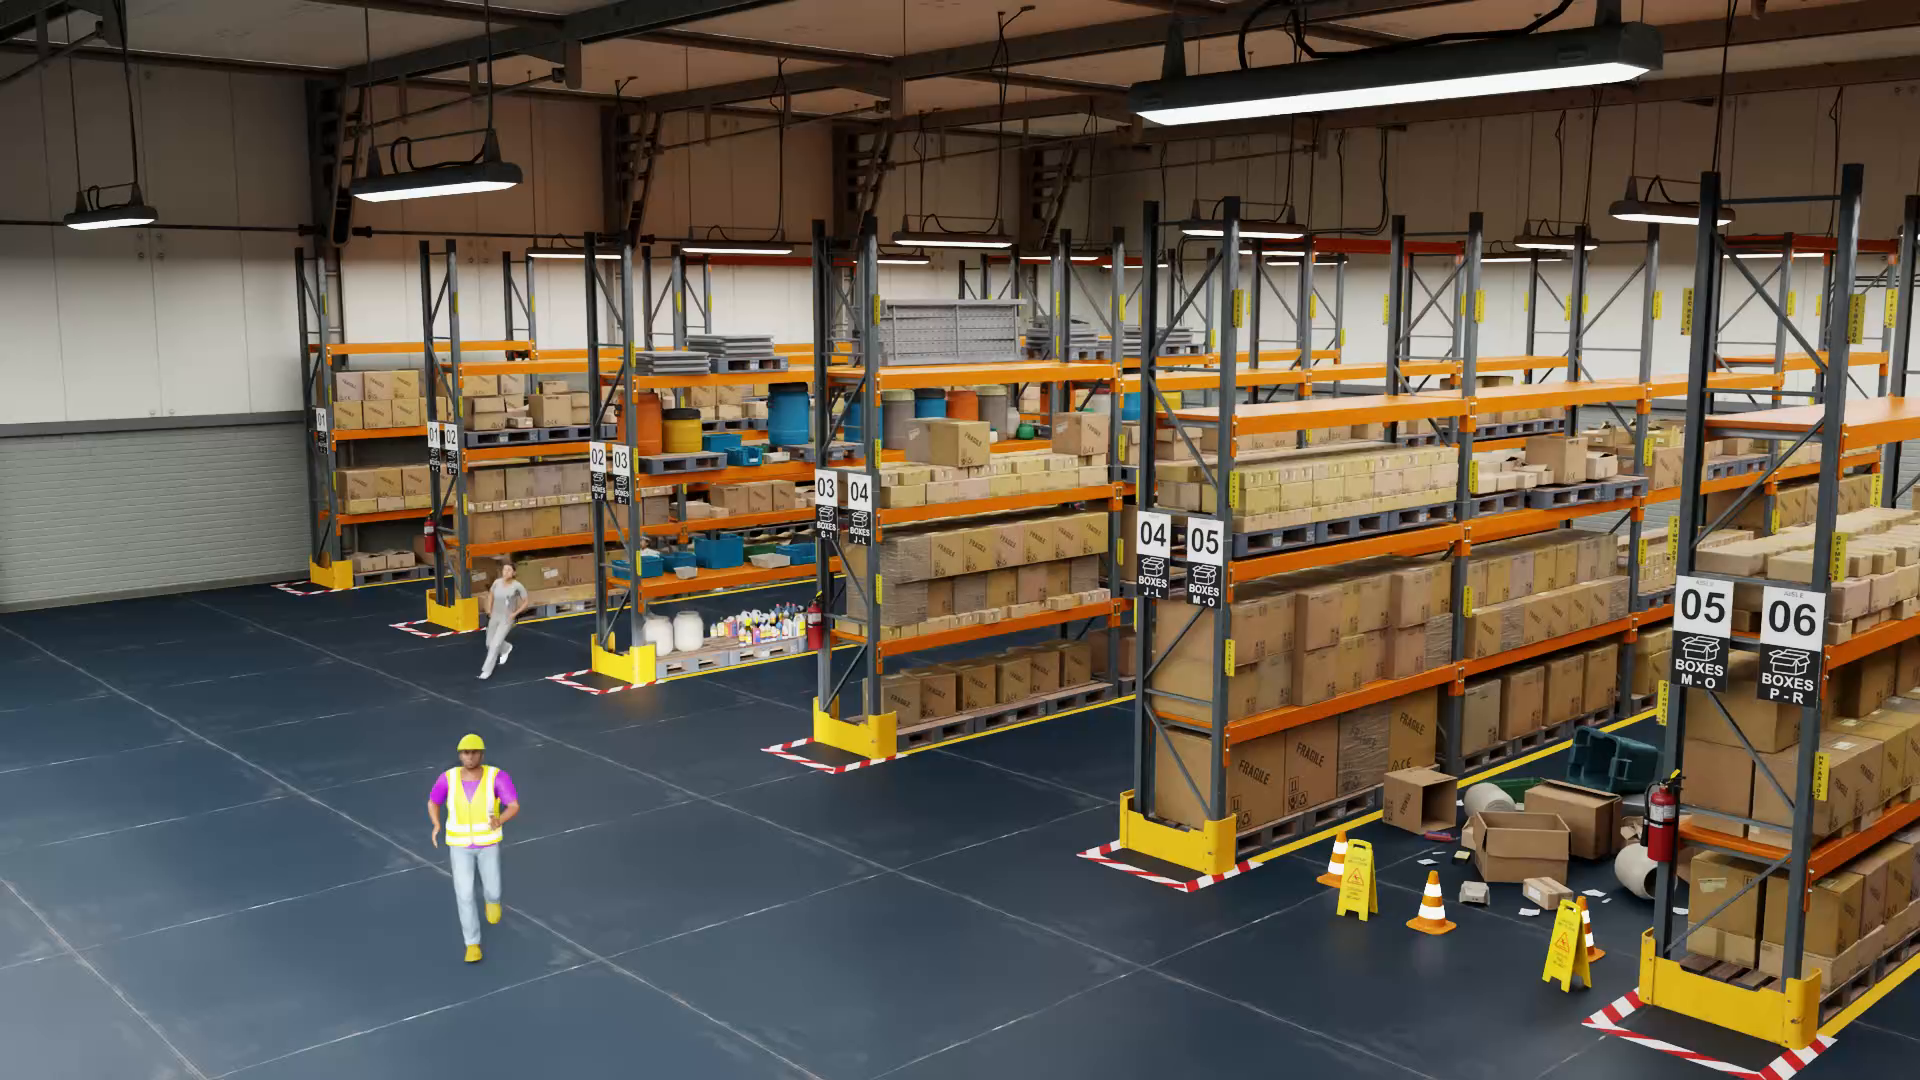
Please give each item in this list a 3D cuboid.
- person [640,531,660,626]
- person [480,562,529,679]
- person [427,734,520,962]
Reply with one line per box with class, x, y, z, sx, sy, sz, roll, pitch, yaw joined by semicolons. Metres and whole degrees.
person;-4.685;0.724;24.675;0.592;1.734;0.684;7;11;39
person;-6.174;1.063;22.728;0.626;1.595;0.750;2;9;14
person;-3.857;2.390;13.189;0.703;1.739;0.846;-2;9;-12
